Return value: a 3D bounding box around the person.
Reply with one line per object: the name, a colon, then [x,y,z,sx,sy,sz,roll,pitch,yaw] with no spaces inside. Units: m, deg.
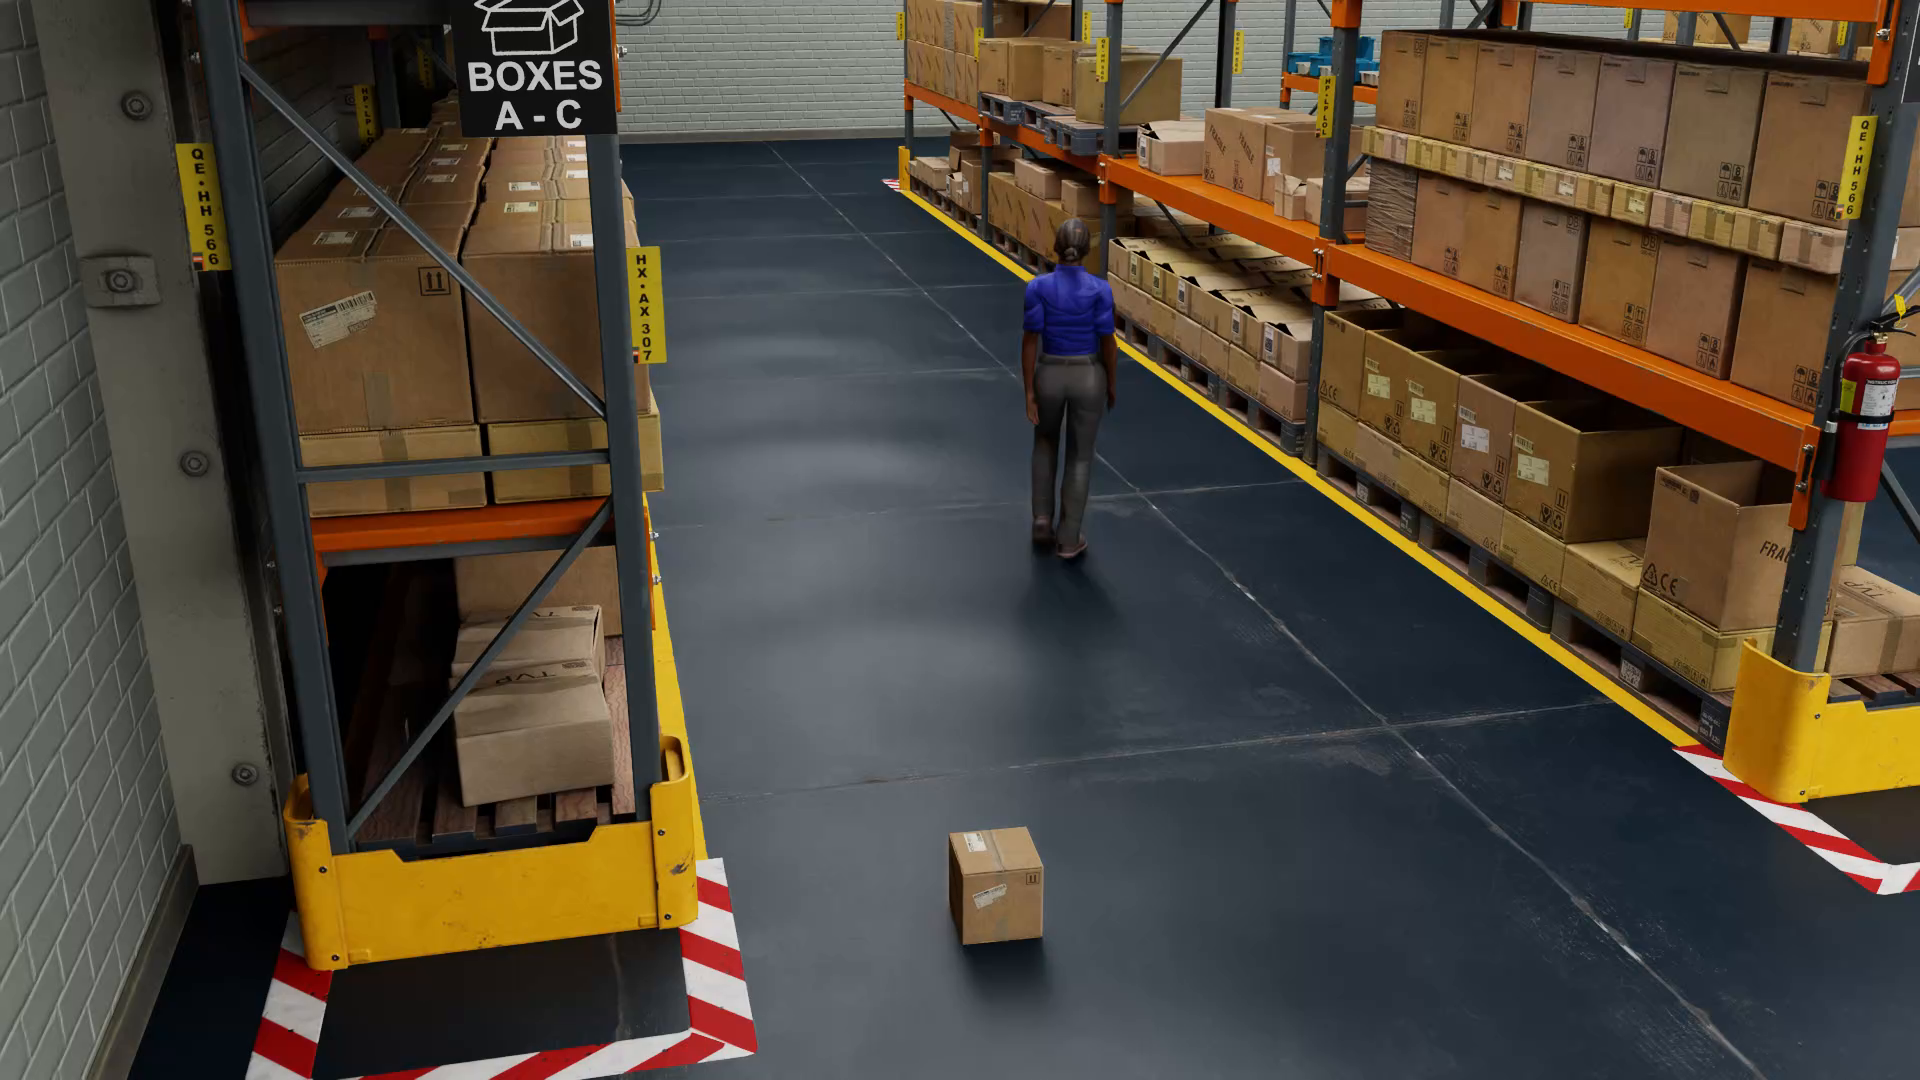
person: [0.538,-0.722,8.094,0.445,1.699,0.470,4,20,12]
